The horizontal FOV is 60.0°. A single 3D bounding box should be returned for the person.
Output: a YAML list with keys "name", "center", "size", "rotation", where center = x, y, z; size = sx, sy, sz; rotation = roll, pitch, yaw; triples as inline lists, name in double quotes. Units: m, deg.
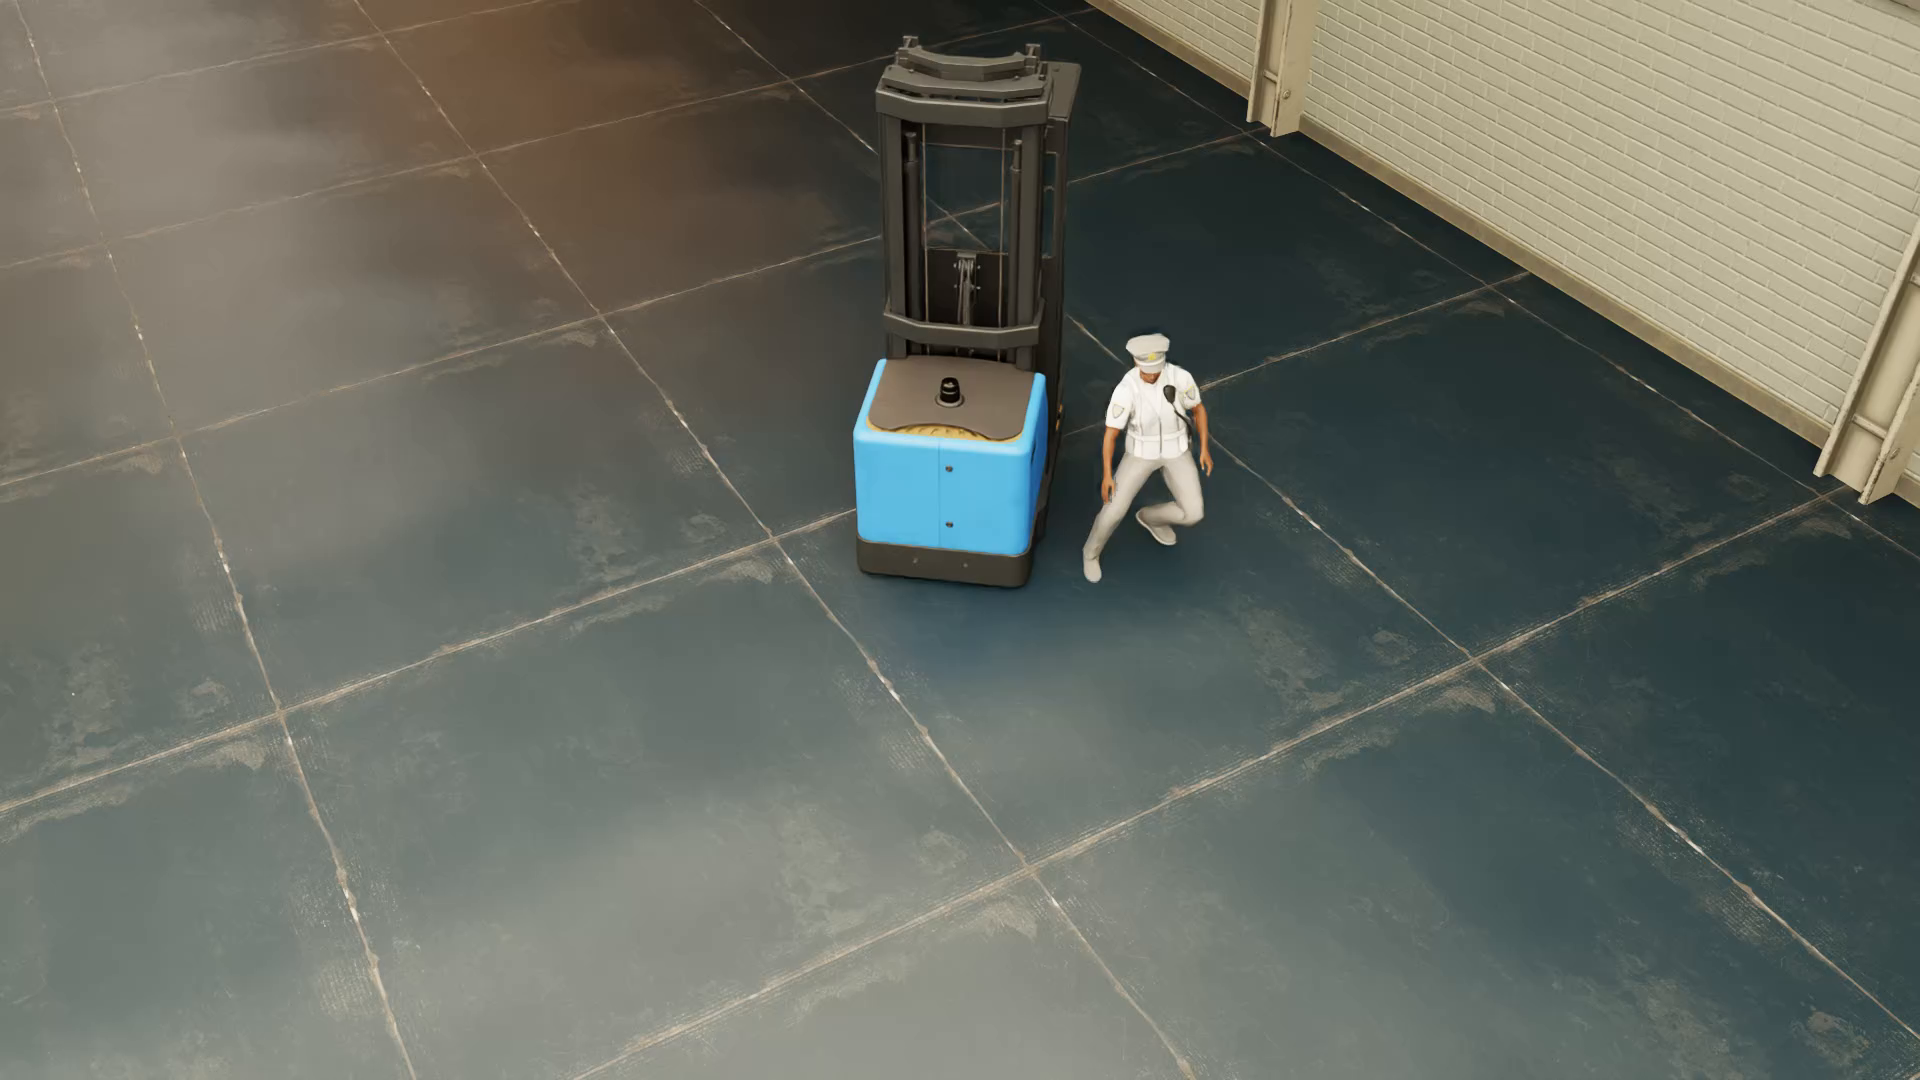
- name: "person"
  center: [1.103, -0.437, 9.699]
  size: [0.726, 1.555, 0.639]
  rotation: [-2, 40, -3]

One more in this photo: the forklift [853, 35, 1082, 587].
- name: "forklift"
  center: [0.116, -1.790, 10.194]
  size: [1.130, 2.935, 3.031]
  rotation: [6, 40, 7]
